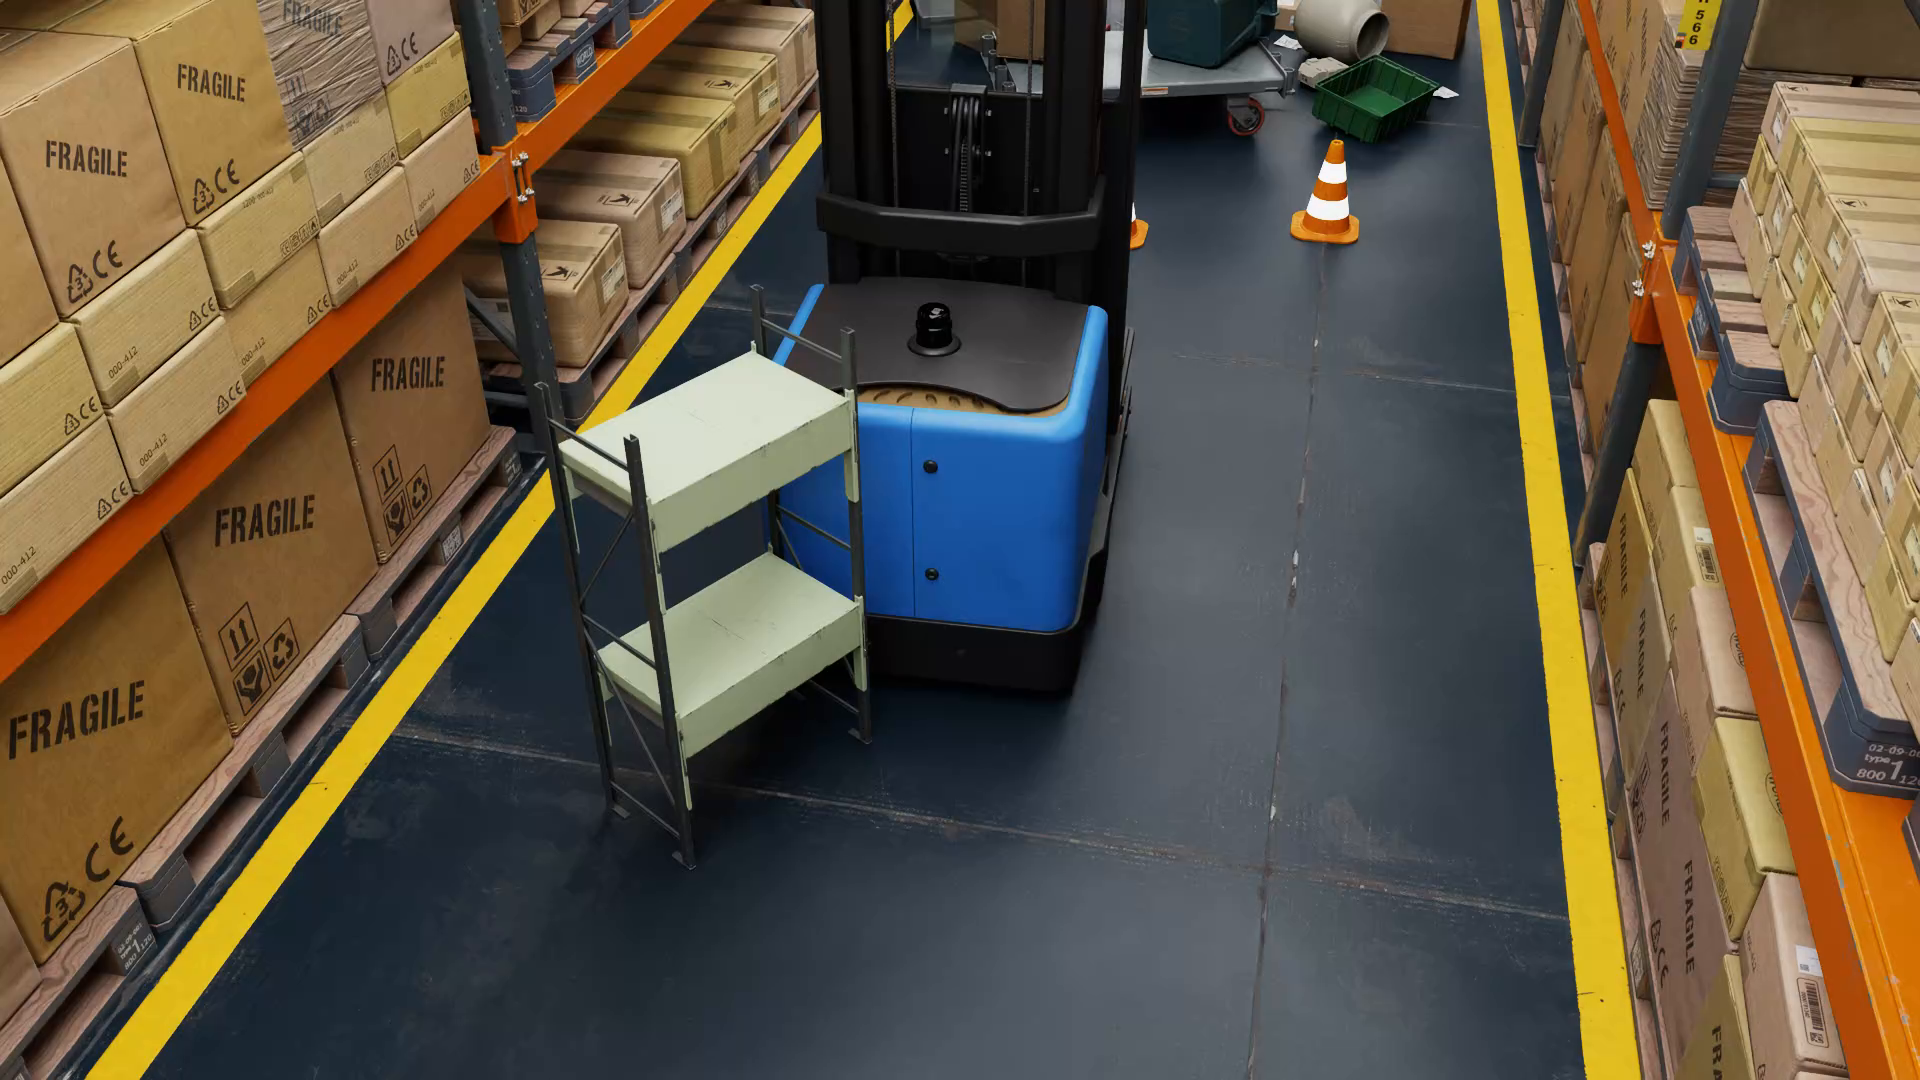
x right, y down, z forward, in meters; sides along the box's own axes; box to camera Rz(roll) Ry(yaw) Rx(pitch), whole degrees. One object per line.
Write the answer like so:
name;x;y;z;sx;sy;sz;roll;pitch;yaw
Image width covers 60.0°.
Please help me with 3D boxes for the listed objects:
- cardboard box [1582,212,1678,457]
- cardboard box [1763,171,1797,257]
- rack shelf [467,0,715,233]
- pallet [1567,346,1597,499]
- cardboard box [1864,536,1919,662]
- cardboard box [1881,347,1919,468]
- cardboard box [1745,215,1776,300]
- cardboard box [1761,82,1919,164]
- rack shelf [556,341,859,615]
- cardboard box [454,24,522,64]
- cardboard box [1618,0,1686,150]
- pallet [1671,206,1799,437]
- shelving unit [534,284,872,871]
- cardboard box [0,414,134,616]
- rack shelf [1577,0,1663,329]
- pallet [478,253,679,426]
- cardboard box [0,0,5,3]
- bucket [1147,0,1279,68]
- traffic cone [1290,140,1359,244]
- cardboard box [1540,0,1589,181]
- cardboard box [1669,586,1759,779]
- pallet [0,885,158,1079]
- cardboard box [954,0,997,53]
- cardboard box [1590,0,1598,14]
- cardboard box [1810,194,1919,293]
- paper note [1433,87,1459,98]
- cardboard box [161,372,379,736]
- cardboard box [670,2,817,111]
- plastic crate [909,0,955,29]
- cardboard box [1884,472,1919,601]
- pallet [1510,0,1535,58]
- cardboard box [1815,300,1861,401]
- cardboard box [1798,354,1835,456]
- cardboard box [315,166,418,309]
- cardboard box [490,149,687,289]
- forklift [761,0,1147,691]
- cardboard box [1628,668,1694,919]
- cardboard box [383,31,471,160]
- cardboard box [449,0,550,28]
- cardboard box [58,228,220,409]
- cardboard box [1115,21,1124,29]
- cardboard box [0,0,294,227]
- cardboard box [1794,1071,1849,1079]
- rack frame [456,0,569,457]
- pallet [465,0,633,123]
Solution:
cardboard box;2.974;-0.678;6.188;1.050;0.750;0.750;7;36;9
cardboard box;2.401;-0.862;4.486;0.380;0.149;0.250;9;37;12
rack shelf;-1.674;-2.499;7.755;1.077;0.370;4.000;7;37;10
pallet;2.998;-0.394;6.614;1.003;0.211;1.213;7;37;10
cardboard box;2.069;0.144;3.351;0.380;0.149;0.250;9;37;12
cardboard box;2.132;-0.253;3.393;0.380;0.149;0.250;7;36;9
cardboard box;2.406;-0.764;4.605;0.380;0.149;0.250;9;37;12
cardboard box;2.468;-1.147;4.626;0.380;0.149;0.250;7;37;10
rack shelf;-0.685;-0.188;4.567;0.431;0.370;0.720;28;45;33
cardboard box;-1.850;-1.875;6.137;0.380;0.149;0.250;5;36;7
cardboard box;2.698;-1.699;5.953;0.500;0.500;0.500;7;37;10
pallet;2.708;-0.581;4.659;1.213;0.211;1.003;7;37;10
shelving unit;-0.685;0.128;4.796;0.431;1.500;0.755;28;45;33
cardboard box;-2.369;-0.097;3.956;0.500;0.250;0.500;7;37;10
rack shelf;3.184;-1.936;6.978;1.077;0.370;4.000;7;37;10
pallet;-1.933;-0.962;7.398;1.003;0.211;1.213;7;37;10
cardboard box;-2.667;-1.256;4.490;0.500;0.500;0.500;8;37;11
bucket;1.388;-3.031;9.370;0.726;0.611;0.620;20;51;26
traffic cone;1.849;-1.767;8.294;0.336;0.463;0.334;7;37;10
cardboard box;3.566;-2.266;8.380;1.050;0.750;0.750;7;37;10
cardboard box;2.146;0.395;4.282;0.500;0.250;0.500;8;37;10
pallet;-2.864;1.327;4.239;1.003;0.211;1.213;7;37;10
cardboard box;0.312;-3.369;10.471;0.500;0.500;0.500;-24;42;-30
cardboard box;3.019;-2.571;7.156;0.500;0.500;0.500;7;37;10
cardboard box;2.300;-0.703;4.013;0.380;0.149;0.250;6;36;8
paper note;2.870;-2.671;9.909;0.147;0.020;0.142;-17;39;-22
cardboard box;-2.524;-0.057;5.225;0.875;0.875;0.875;8;37;11
cardboard box;-1.356;-2.742;9.358;0.950;0.372;0.625;8;37;11
plastic crate;-0.110;-3.552;11.082;0.402;0.080;0.583;-5;36;-6
cardboard box;2.072;0.014;3.277;0.380;0.149;0.250;7;37;10
pallet;4.108;-3.373;10.724;1.003;0.211;1.213;7;37;10
cardboard box;2.240;-0.421;3.878;0.380;0.149;0.250;7;37;10
cardboard box;2.238;-0.302;3.966;0.380;0.149;0.250;8;37;11
cardboard box;-2.049;-0.965;5.154;0.500;0.250;0.500;8;37;11
cardboard box;-1.821;-1.496;7.640;0.950;0.372;0.625;7;36;9
forklift;0.105;-1.551;5.893;1.130;2.935;3.031;6;36;8
cardboard box;2.147;0.718;4.475;0.500;0.500;0.500;6;36;9
cardboard box;-1.956;-1.476;5.432;0.500;0.250;0.500;7;37;10
cardboard box;-1.779;-2.203;6.037;0.500;0.500;0.500;6;36;9
cardboard box;-2.262;-0.587;4.206;0.500;0.250;0.500;6;36;9
cardboard box;1.024;-3.028;10.201;0.258;0.266;0.396;-17;39;-22
cardboard box;-2.170;-1.180;4.385;0.500;0.500;0.500;7;37;10
cardboard box;1.814;1.292;3.044;0.500;0.250;0.500;6;36;9
rack frame;-2.101;-1.643;5.961;1.000;3.000;0.127;7;37;10
pallet;-2.053;-1.988;6.600;1.213;0.211;1.003;7;37;10
